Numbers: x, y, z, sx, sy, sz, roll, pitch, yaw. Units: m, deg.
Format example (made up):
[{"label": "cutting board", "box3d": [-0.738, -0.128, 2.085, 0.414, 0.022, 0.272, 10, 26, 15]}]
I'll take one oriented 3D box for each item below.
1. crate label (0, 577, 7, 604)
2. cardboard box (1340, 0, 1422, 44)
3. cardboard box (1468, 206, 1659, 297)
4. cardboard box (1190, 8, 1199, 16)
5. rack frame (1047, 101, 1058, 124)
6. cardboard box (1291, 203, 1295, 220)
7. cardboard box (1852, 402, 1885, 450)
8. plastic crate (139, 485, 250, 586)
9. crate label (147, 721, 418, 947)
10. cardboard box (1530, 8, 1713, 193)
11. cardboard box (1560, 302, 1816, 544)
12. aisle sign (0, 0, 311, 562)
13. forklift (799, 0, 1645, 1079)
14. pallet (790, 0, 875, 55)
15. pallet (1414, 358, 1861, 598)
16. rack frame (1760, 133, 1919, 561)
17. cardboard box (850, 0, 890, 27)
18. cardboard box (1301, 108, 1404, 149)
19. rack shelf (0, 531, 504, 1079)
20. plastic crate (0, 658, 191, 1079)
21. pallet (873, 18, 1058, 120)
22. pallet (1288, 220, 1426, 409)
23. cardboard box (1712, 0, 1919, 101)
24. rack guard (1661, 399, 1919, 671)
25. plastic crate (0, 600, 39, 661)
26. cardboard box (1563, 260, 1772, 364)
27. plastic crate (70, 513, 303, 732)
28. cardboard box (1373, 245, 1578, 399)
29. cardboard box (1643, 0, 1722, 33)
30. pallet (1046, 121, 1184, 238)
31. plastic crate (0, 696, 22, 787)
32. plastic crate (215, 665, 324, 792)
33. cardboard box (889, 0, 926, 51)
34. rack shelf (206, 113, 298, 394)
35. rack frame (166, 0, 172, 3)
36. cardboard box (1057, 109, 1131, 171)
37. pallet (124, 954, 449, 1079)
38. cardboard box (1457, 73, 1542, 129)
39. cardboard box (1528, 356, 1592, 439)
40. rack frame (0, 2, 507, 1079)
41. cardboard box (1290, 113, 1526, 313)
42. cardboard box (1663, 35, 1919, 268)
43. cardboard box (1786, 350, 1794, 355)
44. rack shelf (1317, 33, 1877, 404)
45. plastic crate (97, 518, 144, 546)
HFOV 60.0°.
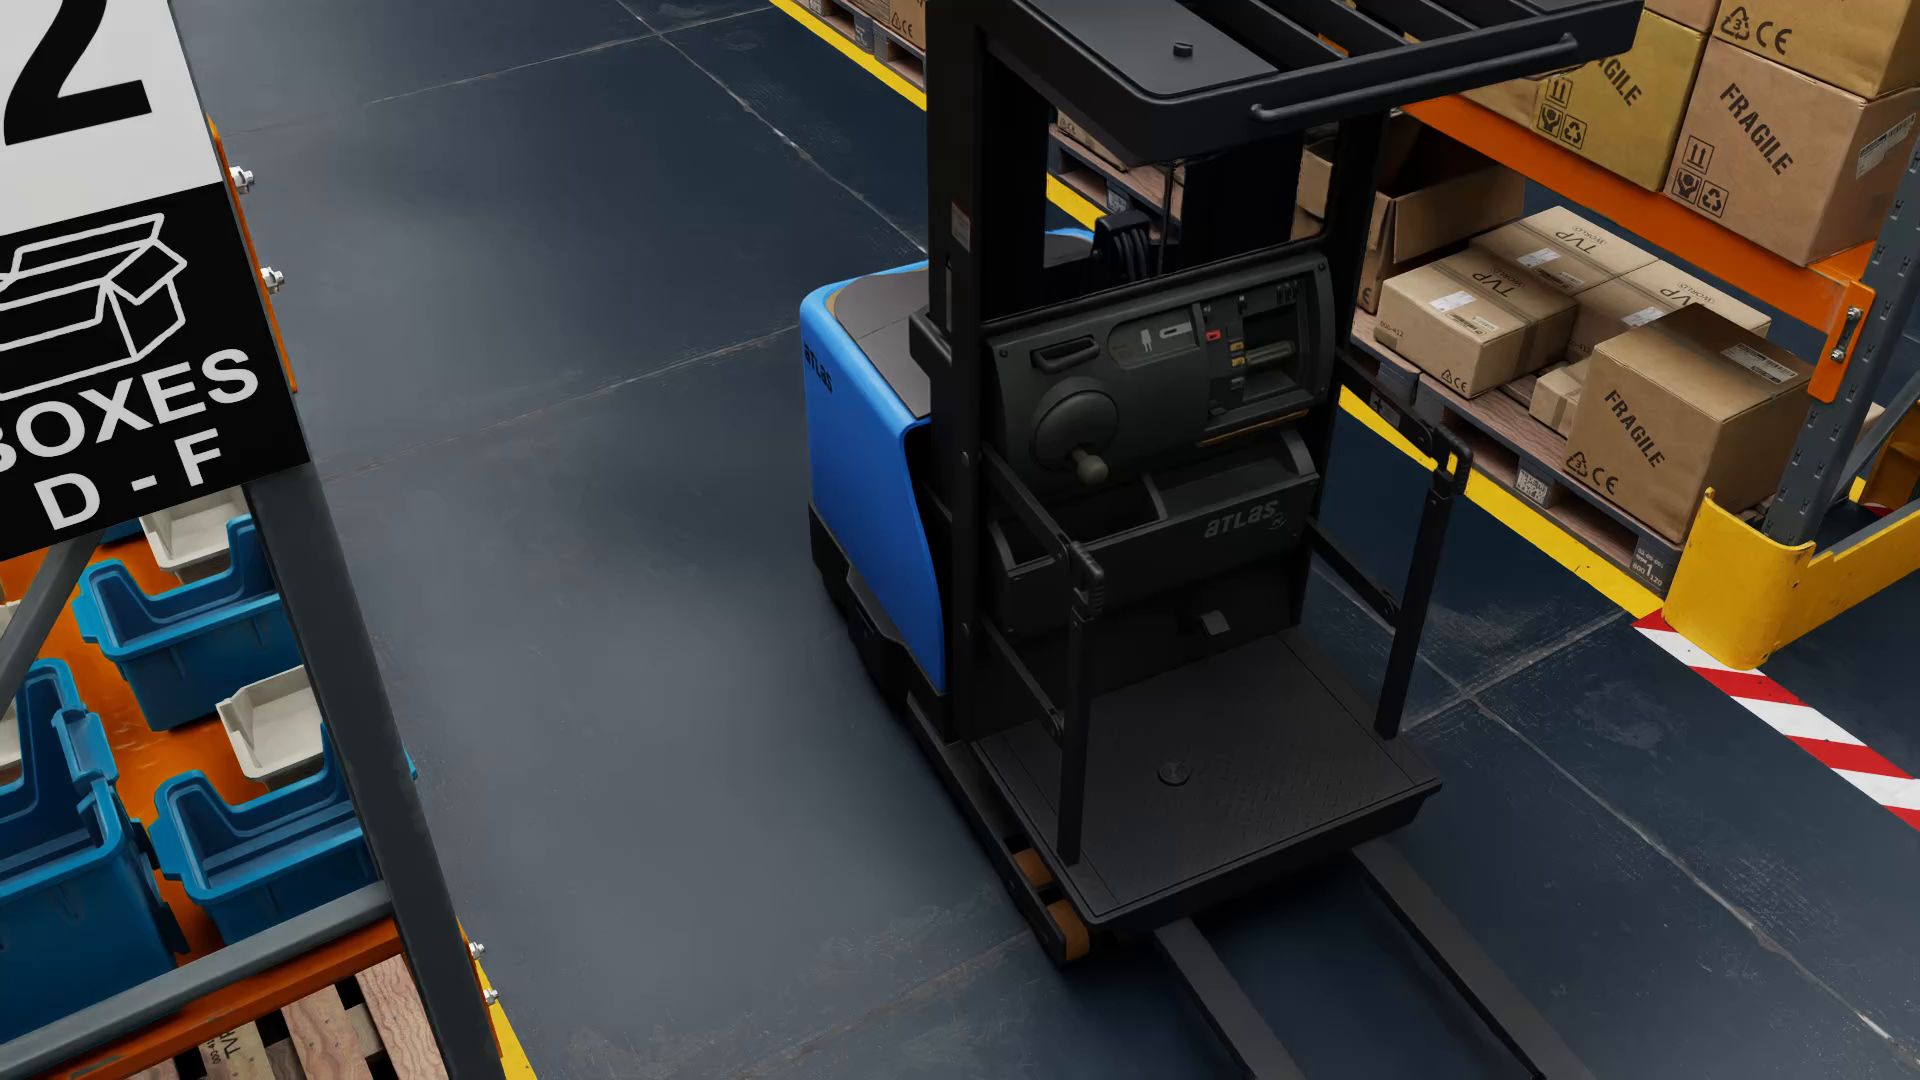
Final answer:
[{"label": "crate label", "box3d": [-2.185, 0.124, 3.417, 0.396, 0.136, 0.243, -22, 45, -24]}, {"label": "cardboard box", "box3d": [1.612, -1.984, 5.710, 0.500, 0.500, 0.500, -23, 45, -25]}, {"label": "cardboard box", "box3d": [2.308, -1.019, 6.434, 0.500, 0.250, 0.500, -22, 45, -24]}, {"label": "cardboard box", "box3d": [1.293, -2.134, 7.576, 0.500, 0.500, 0.500, -22, 45, -24]}, {"label": "rack frame", "box3d": [0.748, -3.135, 7.169, 1.000, 3.000, 0.127, -22, 45, -24]}, {"label": "cardboard box", "box3d": [1.264, -1.451, 7.018, 0.380, 0.166, 0.250, -22, 45, -24]}, {"label": "cardboard box", "box3d": [2.963, -0.394, 5.763, 0.380, 0.149, 0.250, -22, 45, -24]}, {"label": "plastic crate", "box3d": [-1.603, -0.009, 3.577, 0.250, 0.136, 0.298, -22, 45, -24]}, {"label": "crate label", "box3d": [-1.135, 0.522, 2.864, 0.416, 0.233, 0.303, -22, 45, -24]}, {"label": "cardboard box", "box3d": [2.146, -1.441, 5.058, 0.500, 0.500, 0.500, -22, 45, -24]}, {"label": "cardboard box", "box3d": [2.398, -0.393, 5.488, 0.500, 0.500, 0.500, -22, 45, -24]}, {"label": "aisle sign", "box3d": [-0.991, -0.335, 1.778, 0.394, 0.787, 0.004, -22, 45, -24]}, {"label": "forklift", "box3d": [0.601, -0.334, 3.862, 1.130, 2.935, 3.031, -17, 43, -20]}, {"label": "pallet", "box3d": [-0.382, -3.149, 9.364, 1.003, 0.211, 1.213, -22, 45, -24]}, {"label": "pallet", "box3d": [2.428, -0.375, 6.036, 1.003, 0.211, 1.213, -22, 45, -24]}, {"label": "rack frame", "box3d": [2.898, -0.976, 4.578, 1.000, 3.000, 0.127, -22, 45, -24]}, {"label": "cardboard box", "box3d": [-0.287, -3.052, 8.678, 0.500, 0.500, 0.500, -22, 44, -24]}, {"label": "cardboard box", "box3d": [1.696, -1.656, 7.151, 0.500, 0.311, 0.500, -22, 45, -24]}, {"label": "rack shelf", "box3d": [-2.355, -0.076, 4.060, 1.077, 0.370, 4.000, -22, 45, -24]}, {"label": "plastic crate", "box3d": [-1.617, 0.574, 2.643, 0.616, 0.435, 0.499, -22, 45, -24]}, {"label": "pallet", "box3d": [0.278, -2.489, 8.573, 1.003, 0.211, 1.213, -22, 45, -24]}, {"label": "pallet", "box3d": [1.776, -1.033, 6.825, 1.003, 0.211, 1.213, -22, 45, -24]}, {"label": "cardboard box", "box3d": [2.427, -1.544, 4.400, 0.500, 0.500, 0.500, -23, 45, -25]}, {"label": "rack guard", "box3d": [2.858, -0.056, 5.427, 1.175, 0.500, 0.348, -22, 45, -24]}, {"label": "plastic crate", "box3d": [-2.015, 0.266, 3.246, 0.396, 0.136, 0.243, -22, 45, -24]}, {"label": "cardboard box", "box3d": [2.576, -0.749, 6.110, 0.500, 0.250, 0.500, -22, 45, -24]}, {"label": "plastic crate", "box3d": [-1.489, 0.167, 3.291, 0.416, 0.233, 0.300, -22, 45, -24]}, {"label": "cardboard box", "box3d": [1.913, -0.820, 6.195, 0.500, 0.250, 0.500, -22, 45, -24]}, {"label": "cardboard box", "box3d": [2.155, -1.816, 4.727, 0.500, 0.500, 0.500, -21, 44, -23]}, {"label": "pallet", "box3d": [1.116, -1.692, 7.616, 1.003, 0.211, 1.213, -22, 45, -24]}, {"label": "plastic crate", "box3d": [-1.871, 0.428, 3.053, 0.396, 0.136, 0.243, -22, 45, -24]}, {"label": "plastic crate", "box3d": [-1.238, 0.357, 3.137, 0.250, 0.136, 0.298, -22, 45, -24]}, {"label": "cardboard box", "box3d": [-0.018, -2.781, 8.353, 0.500, 0.500, 0.500, -22, 45, -24]}, {"label": "rack shelf", "box3d": [-2.355, -1.228, 3.100, 1.077, 0.370, 4.000, -22, 45, -24]}, {"label": "rack frame", "box3d": [-1.280, -1.577, 0.614, 1.000, 3.000, 0.127, -22, 45, -24]}, {"label": "cardboard box", "box3d": [0.791, -1.970, 7.527, 0.500, 0.311, 0.500, -22, 45, -24]}, {"label": "pallet", "box3d": [-1.691, 1.340, 3.977, 1.003, 0.211, 1.213, -22, 45, -24]}, {"label": "cardboard box", "box3d": [1.883, -1.712, 5.384, 0.500, 0.500, 0.500, -22, 45, -24]}, {"label": "cardboard box", "box3d": [2.256, -0.515, 5.894, 0.380, 0.166, 0.250, -22, 45, -24]}, {"label": "rack frame", "box3d": [-1.280, 0.727, 2.534, 1.000, 3.000, 0.127, -22, 45, -24]}, {"label": "cardboard box", "box3d": [1.762, -1.332, 6.612, 0.797, 0.503, 0.637, -22, 45, -24]}, {"label": "cardboard box", "box3d": [2.428, -1.162, 4.723, 0.500, 0.500, 0.500, -21, 44, -23]}, {"label": "cardboard box", "box3d": [2.829, -0.536, 5.919, 0.380, 0.166, 0.250, -22, 45, -24]}, {"label": "rack shelf", "box3d": [1.823, -1.779, 6.104, 1.077, 0.370, 4.000, -22, 45, -24]}, {"label": "plastic crate", "box3d": [-1.843, -0.189, 3.717, 0.416, 0.233, 0.300, -22, 45, -24]}]
